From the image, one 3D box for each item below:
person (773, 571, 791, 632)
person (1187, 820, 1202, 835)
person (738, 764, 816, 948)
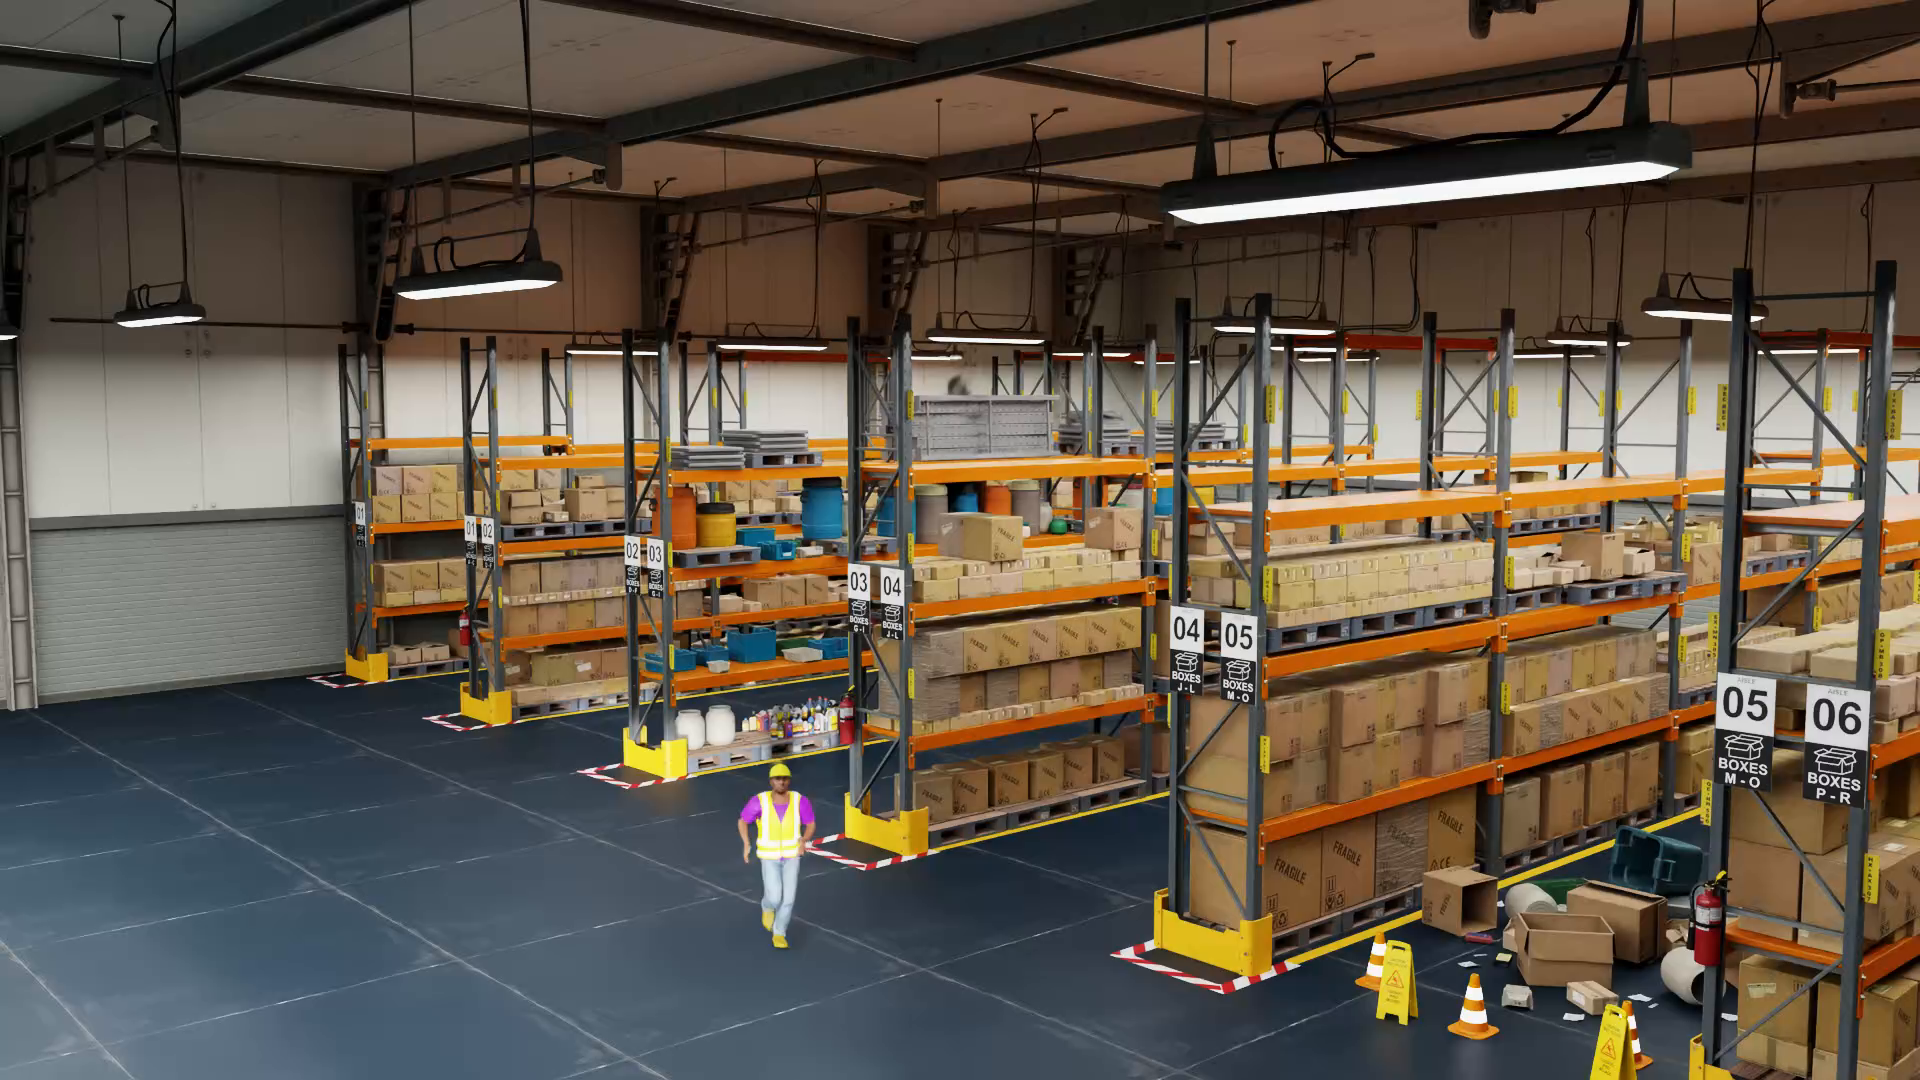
[{"bbox_3d":[-3.533,1.339,33.077,0.724,1.847,0.757,5,7,44],"label":"person"},{"bbox_3d":[2.685,2.754,17.952,0.619,1.617,0.510,3,6,32],"label":"person"},{"bbox_3d":[-1.676,2.930,15.427,0.716,1.719,0.577,-1,5,-14],"label":"person"}]
